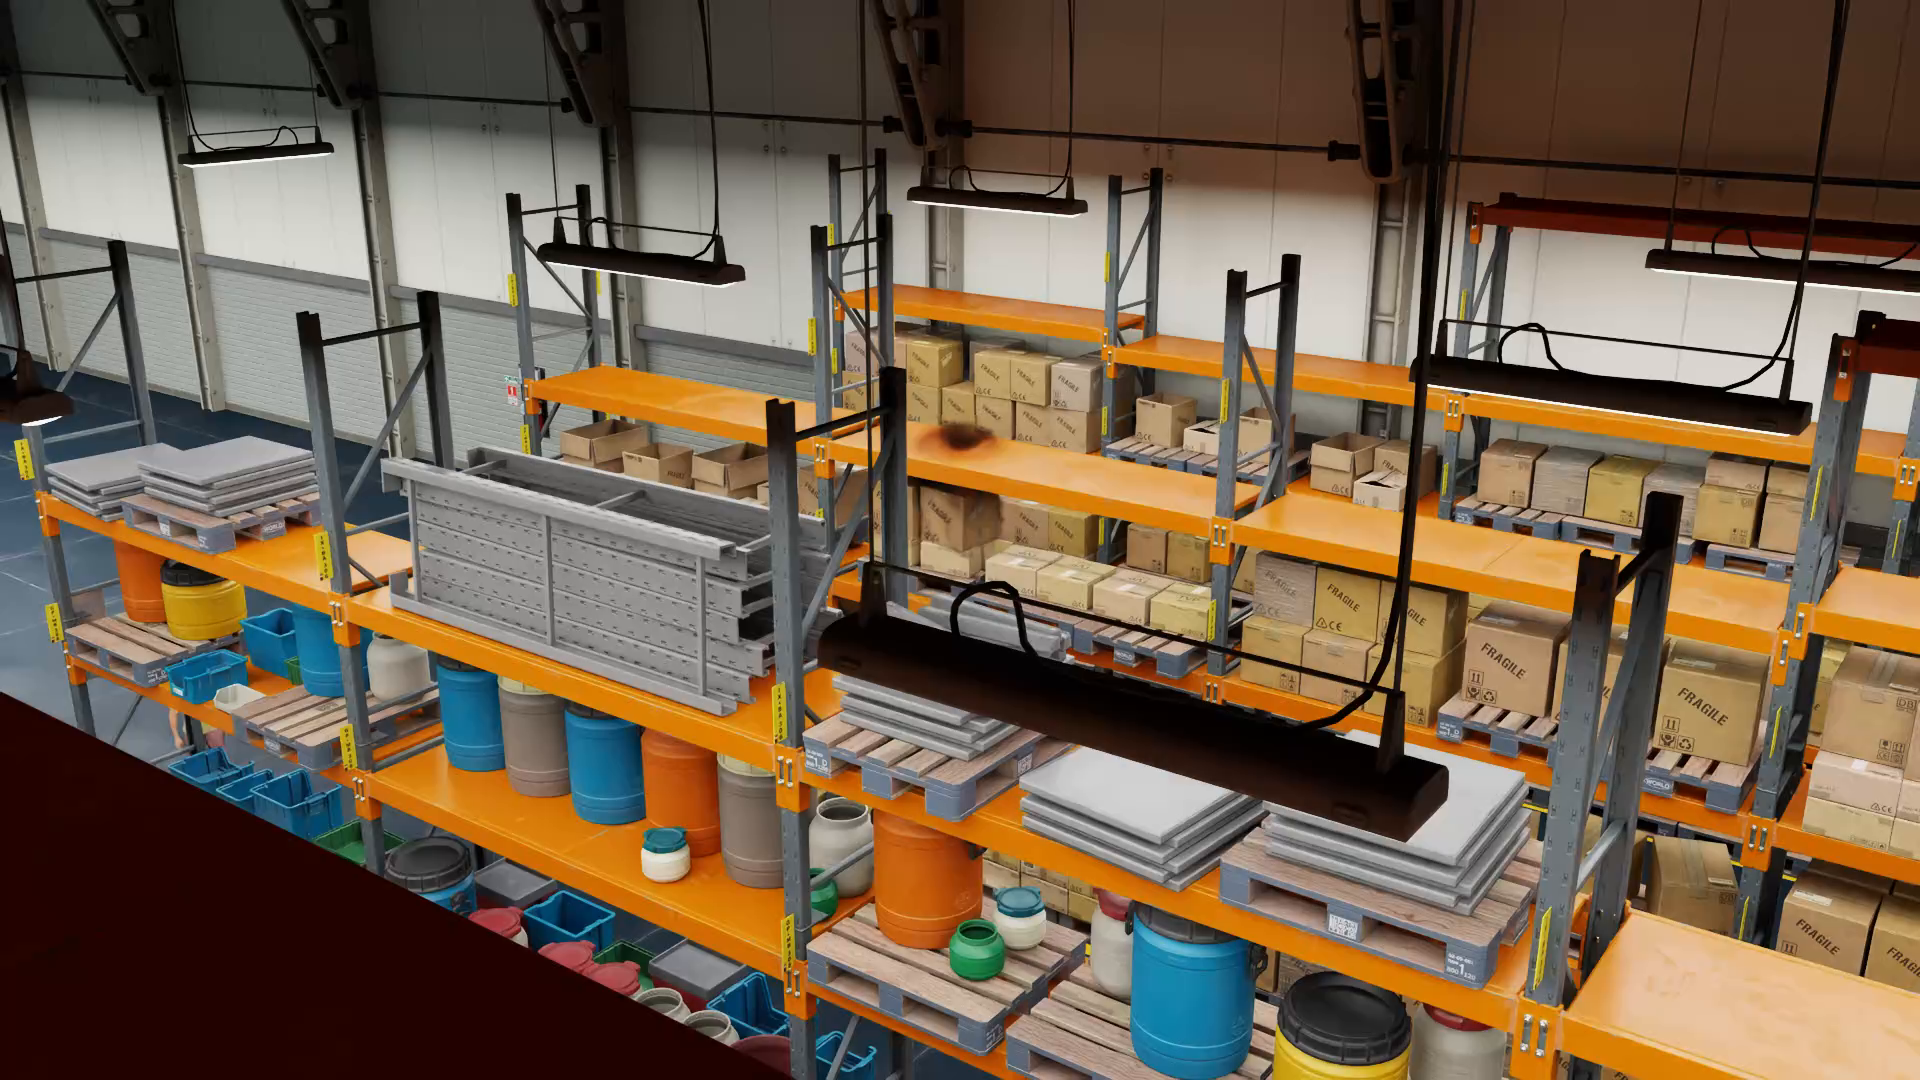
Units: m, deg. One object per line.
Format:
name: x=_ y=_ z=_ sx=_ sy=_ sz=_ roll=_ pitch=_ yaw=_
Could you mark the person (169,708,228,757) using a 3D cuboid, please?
person: x=-7.632 y=1.956 z=16.700 sx=0.496 sy=1.711 sz=0.487 roll=-7 pitch=20 yaw=-19
